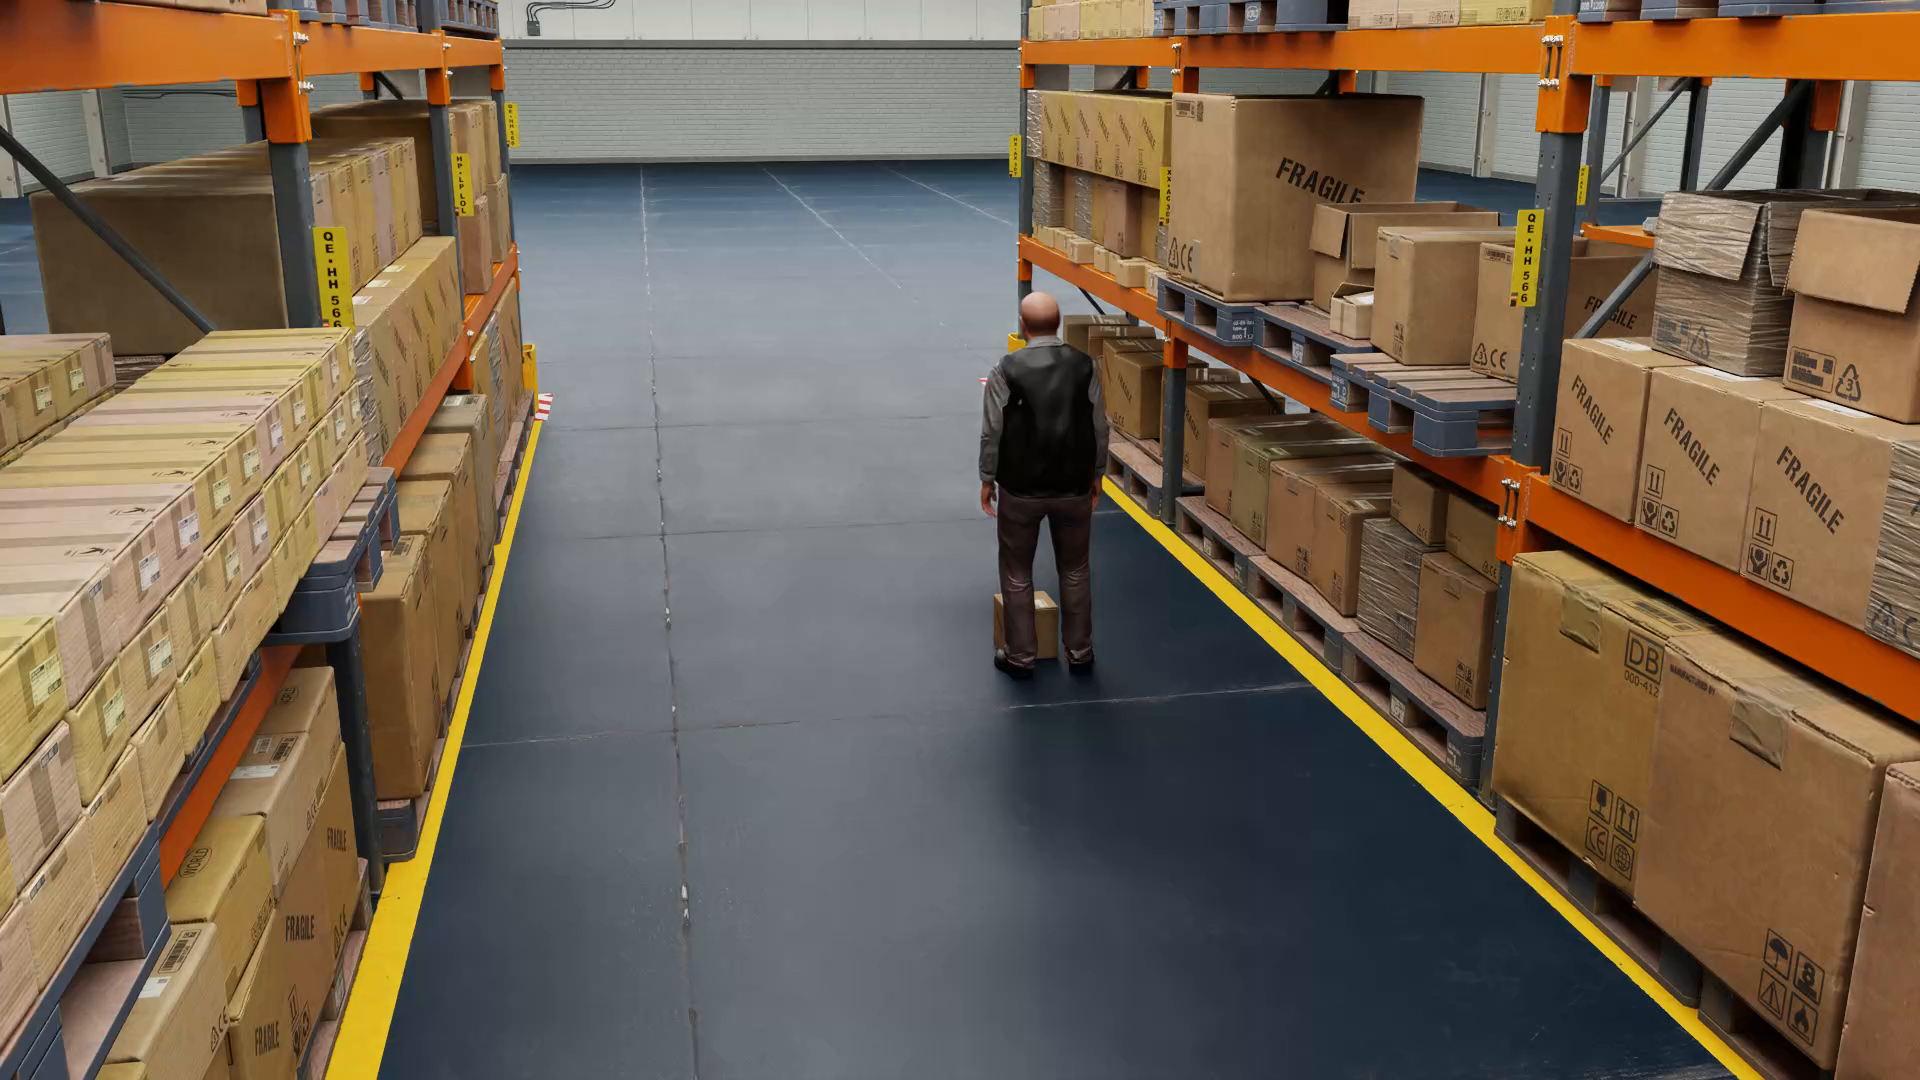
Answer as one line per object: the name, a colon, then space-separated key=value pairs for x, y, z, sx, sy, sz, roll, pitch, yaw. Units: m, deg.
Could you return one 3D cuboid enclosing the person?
person: x=0.373 y=-0.227 z=7.356 sx=0.580 sy=1.721 sz=0.418 roll=-3 pitch=16 yaw=-10
